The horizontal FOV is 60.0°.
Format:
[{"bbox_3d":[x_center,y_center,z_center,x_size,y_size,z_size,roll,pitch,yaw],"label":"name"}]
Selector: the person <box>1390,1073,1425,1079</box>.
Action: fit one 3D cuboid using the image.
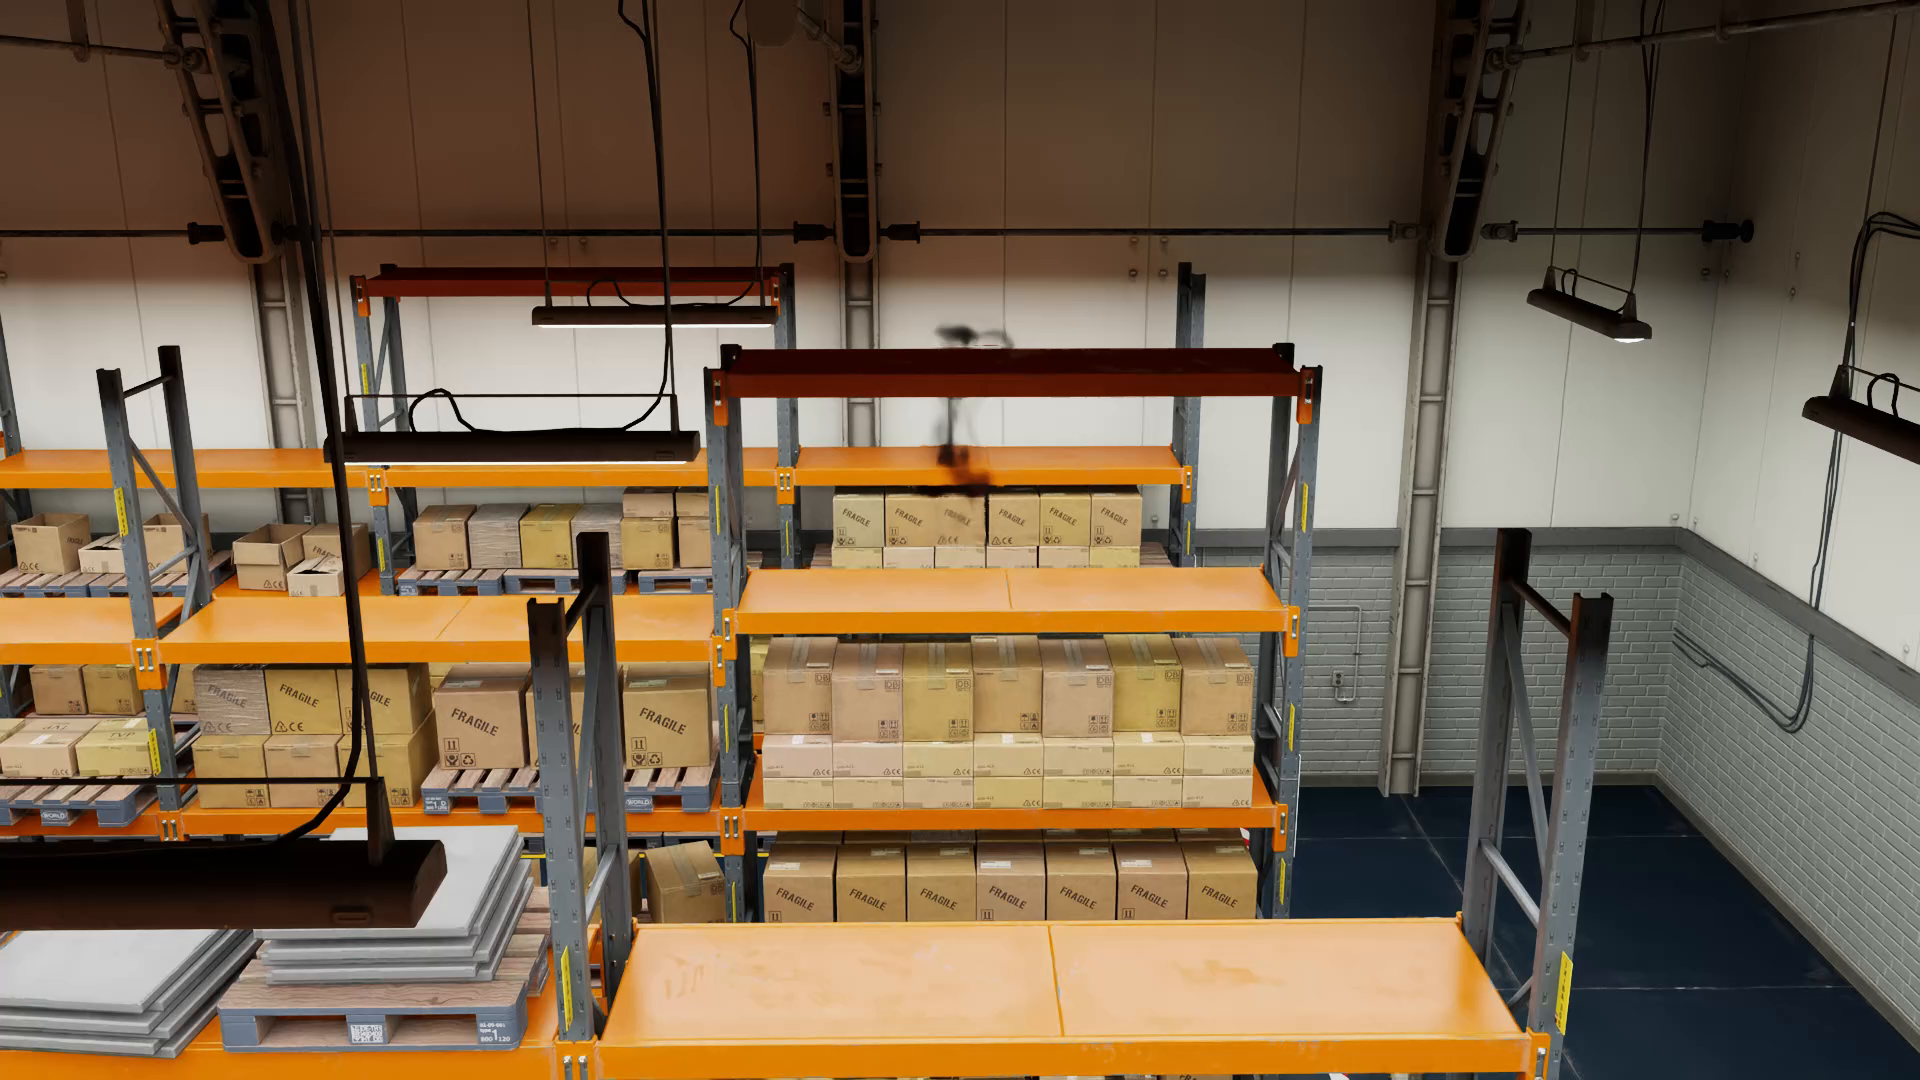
[{"bbox_3d":[3.425,3.839,12.607,0.557,1.602,0.805,2,16,8],"label":"person"}]
